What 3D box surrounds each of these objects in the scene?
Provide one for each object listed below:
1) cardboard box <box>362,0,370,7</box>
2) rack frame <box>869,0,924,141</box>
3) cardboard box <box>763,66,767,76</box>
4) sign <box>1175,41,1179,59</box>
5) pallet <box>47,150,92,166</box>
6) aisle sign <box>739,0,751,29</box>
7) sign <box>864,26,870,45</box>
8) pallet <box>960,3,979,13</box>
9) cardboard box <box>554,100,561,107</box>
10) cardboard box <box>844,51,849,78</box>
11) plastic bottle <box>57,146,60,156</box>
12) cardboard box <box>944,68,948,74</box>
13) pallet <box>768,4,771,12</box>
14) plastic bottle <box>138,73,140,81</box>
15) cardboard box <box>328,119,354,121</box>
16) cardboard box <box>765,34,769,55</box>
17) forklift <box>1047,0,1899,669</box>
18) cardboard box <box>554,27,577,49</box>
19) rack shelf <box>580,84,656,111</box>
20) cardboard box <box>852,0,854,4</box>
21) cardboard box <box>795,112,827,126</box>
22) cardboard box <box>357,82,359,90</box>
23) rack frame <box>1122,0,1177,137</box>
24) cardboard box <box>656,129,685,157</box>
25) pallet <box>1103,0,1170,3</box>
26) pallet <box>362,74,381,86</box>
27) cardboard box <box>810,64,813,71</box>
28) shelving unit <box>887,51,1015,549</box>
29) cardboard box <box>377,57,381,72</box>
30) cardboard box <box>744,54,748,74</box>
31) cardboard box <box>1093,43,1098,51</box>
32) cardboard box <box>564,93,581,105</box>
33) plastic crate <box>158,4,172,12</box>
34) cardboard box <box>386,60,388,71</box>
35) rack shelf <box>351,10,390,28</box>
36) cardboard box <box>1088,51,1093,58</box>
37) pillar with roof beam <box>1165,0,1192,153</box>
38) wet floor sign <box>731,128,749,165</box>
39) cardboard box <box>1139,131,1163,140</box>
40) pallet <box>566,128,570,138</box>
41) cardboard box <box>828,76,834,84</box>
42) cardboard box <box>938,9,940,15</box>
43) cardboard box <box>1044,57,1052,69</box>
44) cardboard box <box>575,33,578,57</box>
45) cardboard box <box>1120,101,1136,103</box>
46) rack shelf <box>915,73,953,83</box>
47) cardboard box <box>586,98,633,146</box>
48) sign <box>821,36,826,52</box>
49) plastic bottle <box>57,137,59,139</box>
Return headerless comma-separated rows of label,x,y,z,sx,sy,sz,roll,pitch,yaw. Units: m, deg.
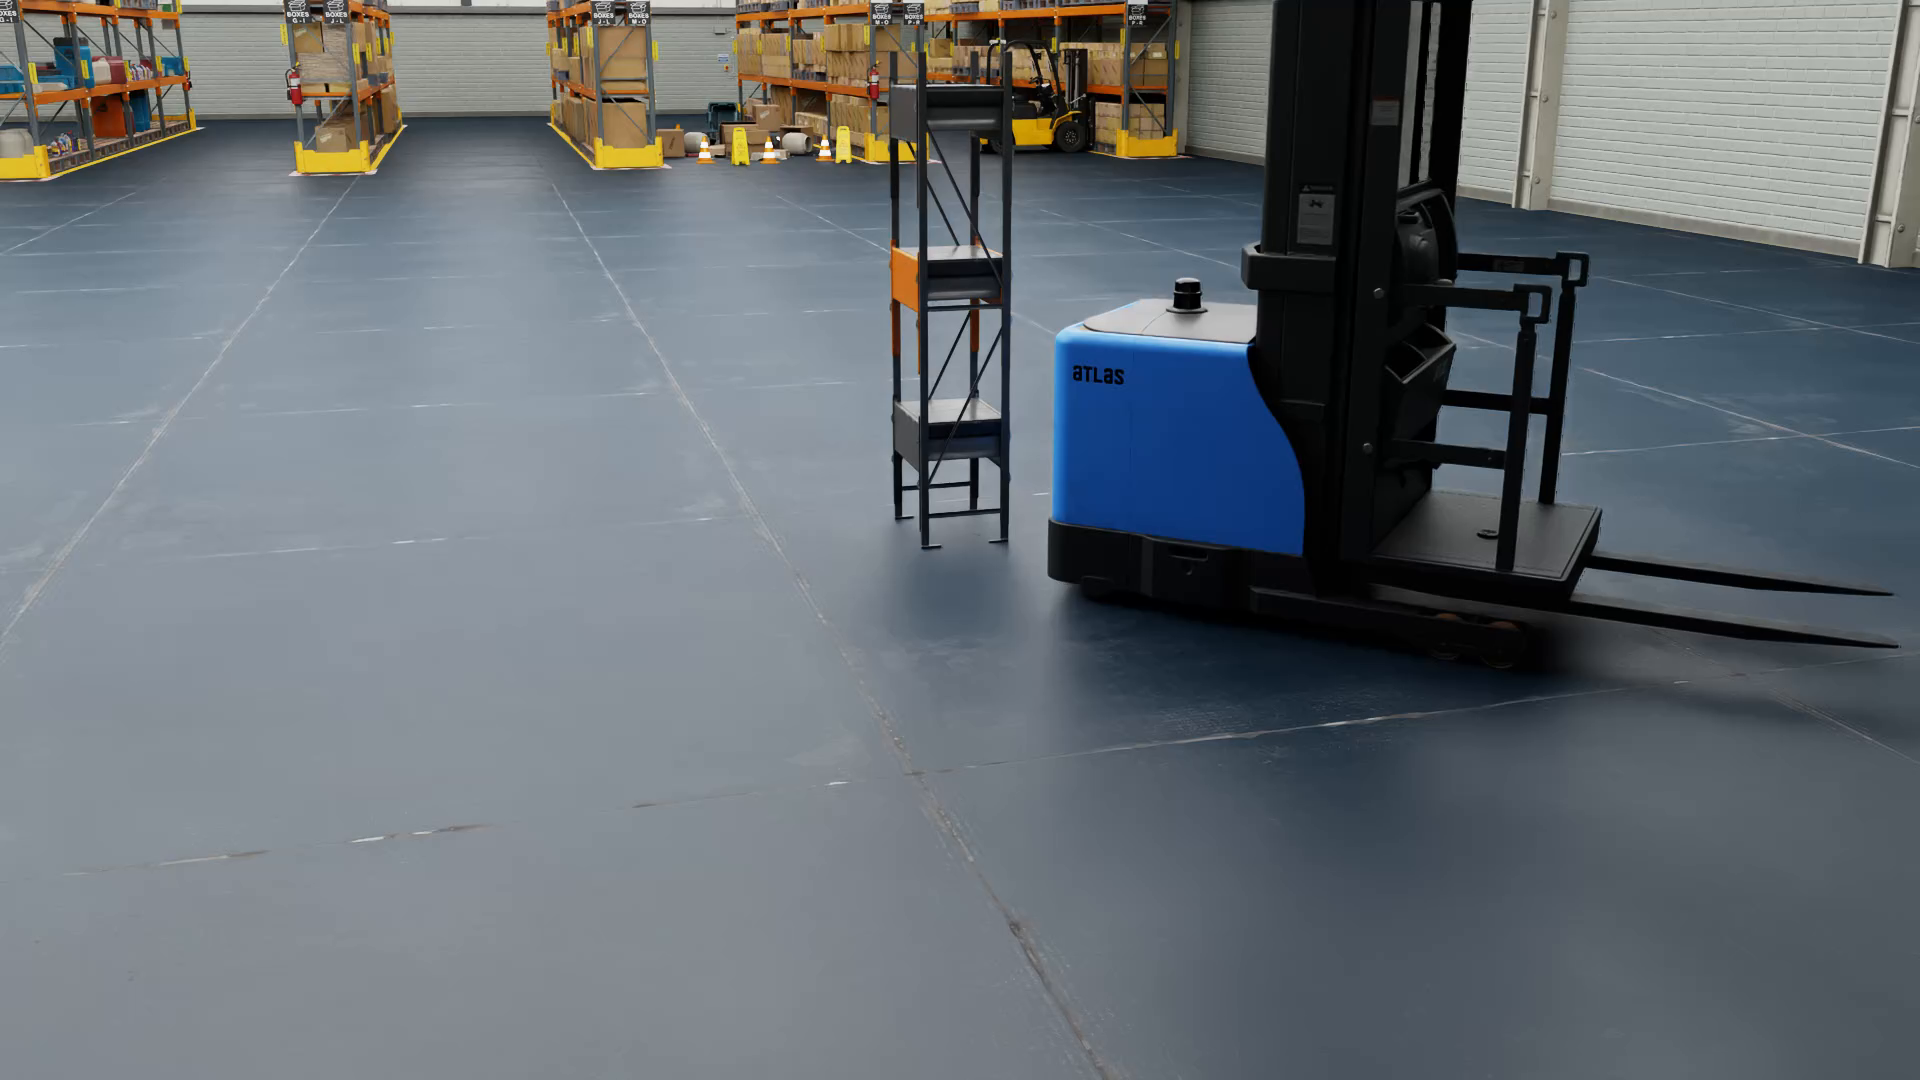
cardboard box,-12.230,-10.915,33.623,0.500,0.250,0.500,-4,17,-14
rack frame,-1.154,-8.509,30.564,1.000,3.000,0.127,-5,17,-15
cardboard box,-4.585,-11.613,41.161,0.500,0.250,0.500,-5,17,-17
sign,4.152,-9.397,31.878,0.100,0.325,0.005,-5,17,-15
pallet,-16.400,-6.915,30.107,1.003,0.211,1.213,-5,17,-15
aisle sign,-5.850,-14.176,44.913,0.394,0.787,0.004,-5,17,-15
sign,-1.694,-9.176,30.224,0.100,0.325,0.005,-5,17,-15
pallet,0.719,-13.095,40.946,1.213,0.211,1.003,-5,17,-15
cardboard box,-10.328,-11.317,43.106,0.380,0.149,0.250,-5,17,-15
cardboard box,-1.957,-9.246,32.329,0.500,0.500,0.500,-4,17,-15
plastic bottle,-15.672,-6.759,28.838,0.097,0.201,0.097,0,17,0
cardboard box,-0.198,-12.310,43.654,0.380,0.149,0.250,-4,17,-14
pallet,-4.153,-12.923,40.379,0.805,0.209,1.217,-5,18,-17
plastic bottle,-17.926,-10.102,36.215,0.097,0.201,0.097,0,17,0
cardboard box,-11.711,-7.722,31.559,0.500,0.500,0.500,-5,18,-17
cardboard box,-4.441,-12.072,40.514,0.500,0.500,0.500,-5,17,-16
forklift,1.906,-1.119,6.084,3.031,2.935,1.130,8,19,26
cardboard box,-9.573,-12.186,40.379,0.500,0.500,0.500,-5,18,-17
rack shelf,-6.436,-8.298,31.113,1.077,0.370,4.000,-5,17,-15
cardboard box,-1.846,-10.258,31.610,0.380,0.149,0.250,-5,17,-17
cardboard box,-3.207,-9.507,37.725,0.950,0.372,0.625,-6,18,-19
cardboard box,-10.787,-7.981,29.243,0.380,0.149,0.250,-5,17,-15
rack frame,3.617,-8.902,31.874,1.000,3.000,0.127,-5,17,-15
cardboard box,-5.572,-7.651,32.051,0.500,0.500,0.500,-2,17,-6
pallet,3.448,-10.494,32.113,1.003,0.211,1.213,-5,17,-15
pallet,-11.852,-8.963,32.408,1.003,0.211,1.213,-5,17,-15
cardboard box,-3.045,-10.247,36.057,0.380,0.149,0.250,-4,17,-14
shelving unit,-0.045,-1.051,7.302,0.431,2.100,0.503,-5,17,-15
cardboard box,-12.753,-10.142,35.827,0.500,0.500,0.500,-4,17,-14
cardboard box,-5.407,-12.547,43.834,0.500,0.500,0.500,-5,17,-16
cardboard box,2.869,-9.831,33.146,0.380,0.149,0.250,-4,17,-14
cardboard box,-8.950,-10.258,38.699,0.500,0.250,0.500,-4,17,-13
plastic crate,-19.297,-12.844,40.151,0.450,0.188,0.336,-5,17,-15
cardboard box,-13.858,-11.266,39.486,0.500,0.250,0.500,-5,17,-16
rack shelf,-14.530,-12.690,40.519,1.077,0.370,4.000,-5,17,-15
cardboard box,2.758,-9.829,33.657,0.380,0.149,0.250,-5,17,-16
pillar with roof beam,0.153,-11.699,30.756,9.100,9.000,0.400,-5,17,-15
wet floor sign,-3.974,-7.110,30.001,0.267,0.644,0.232,-8,18,-25
cardboard box,3.670,-7.938,32.712,0.500,0.250,0.500,-5,17,-15
pallet,-8.630,-9.520,38.777,1.003,0.211,1.213,-5,17,-15
cardboard box,-2.475,-9.382,33.909,0.380,0.149,0.250,-5,17,-16
cardboard box,-0.377,-13.970,43.969,0.380,0.149,0.250,-5,17,-15
cardboard box,2.137,-10.292,35.892,0.500,0.250,0.500,-5,17,-16
cardboard box,-7.831,-10.564,35.495,0.700,0.500,0.500,-5,17,-16
cardboard box,3.399,-8.690,33.480,0.500,0.250,0.500,-5,17,-16
rack shelf,-0.230,-12.430,44.869,1.077,0.370,4.000,-5,17,-15
cardboard box,-6.628,-7.951,31.670,0.875,0.875,0.875,-5,17,-15
sign,-2.786,-10.125,33.931,0.100,0.325,0.005,-5,17,-15
plastic bottle,-16.040,-7.037,29.621,0.061,0.283,0.133,-5,17,-15
